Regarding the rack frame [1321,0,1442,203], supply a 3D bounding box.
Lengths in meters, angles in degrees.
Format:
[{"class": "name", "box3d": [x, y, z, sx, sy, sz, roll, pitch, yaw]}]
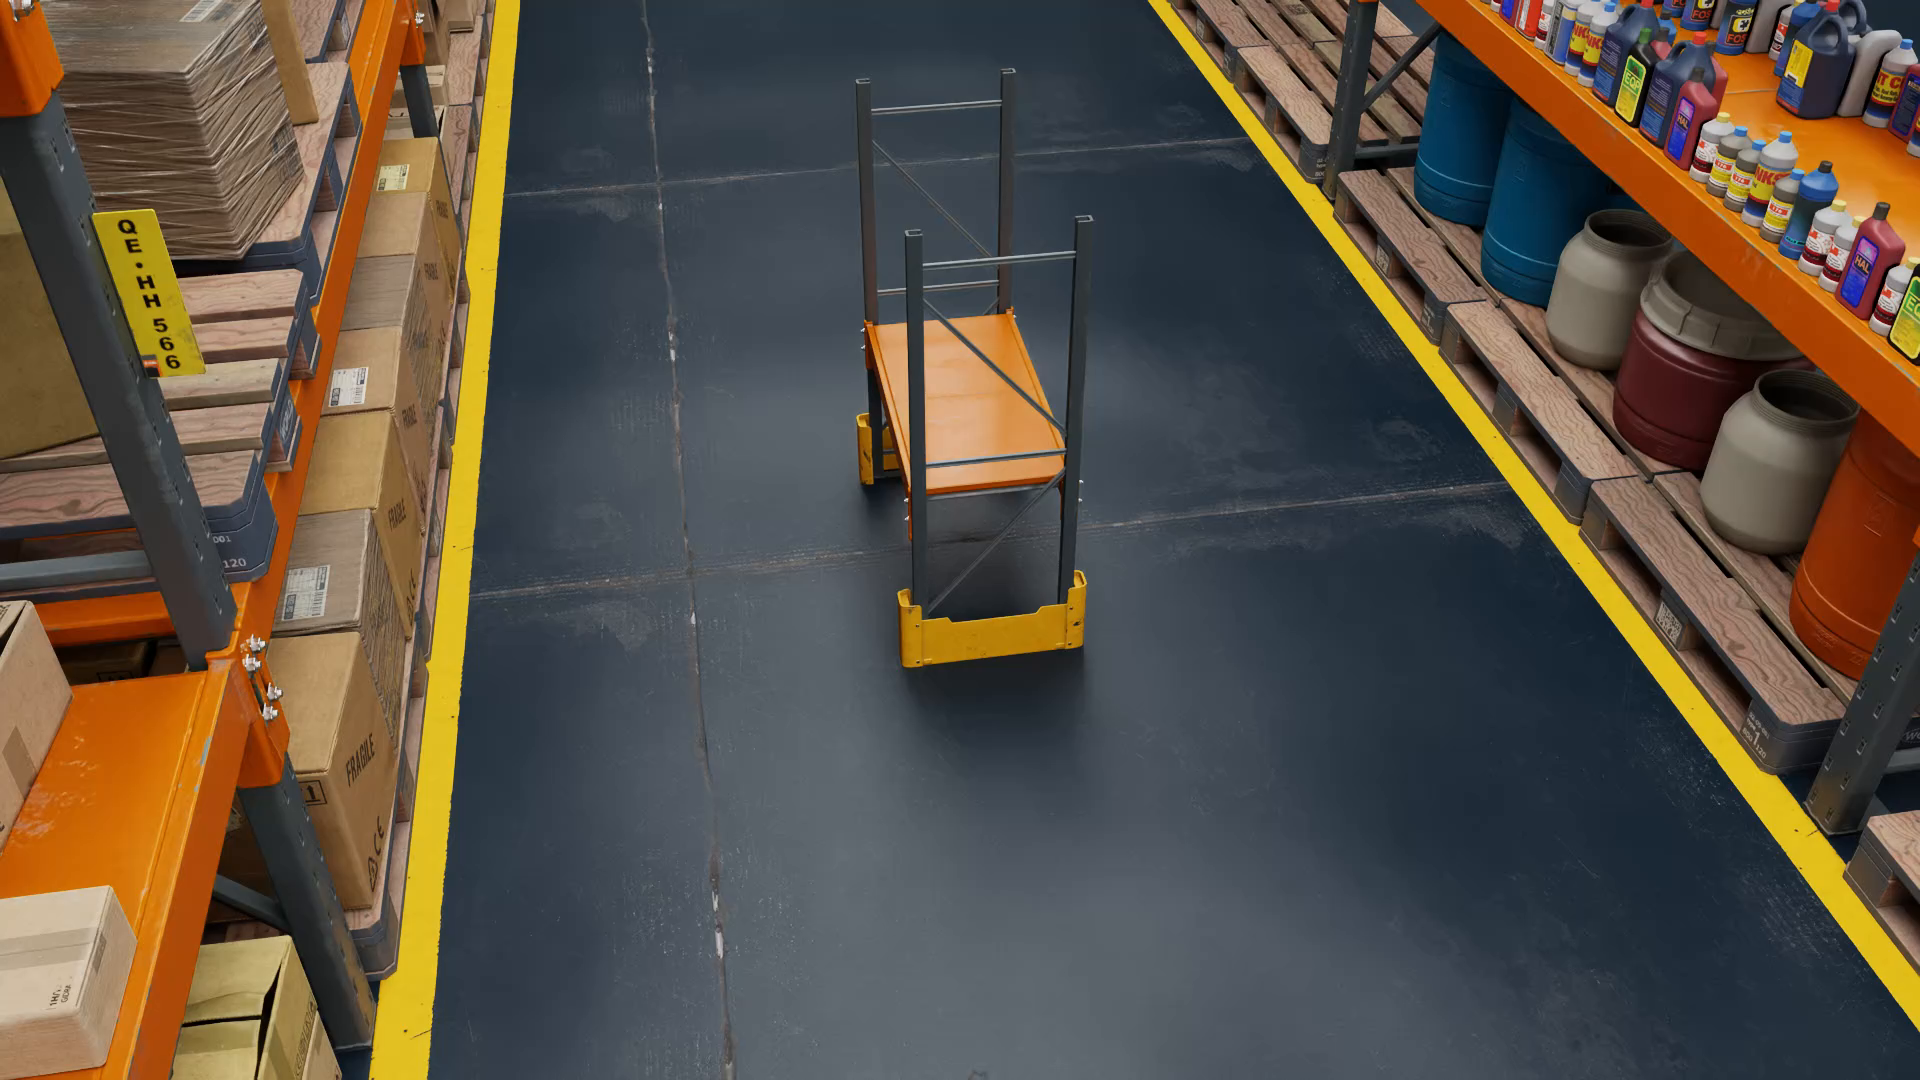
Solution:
[{"class": "rack frame", "box3d": [2.215, -2.854, 6.979, 1.000, 3.000, 0.127, -6, 38, -8]}]

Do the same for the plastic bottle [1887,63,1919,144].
[{"class": "plastic bottle", "box3d": [3.001, -1.391, 5.190, 0.061, 0.283, 0.133, -6, 38, -8]}]

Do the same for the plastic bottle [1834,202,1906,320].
[{"class": "plastic bottle", "box3d": [2.385, -0.730, 4.339, 0.061, 0.283, 0.133, -6, 38, -8]}]

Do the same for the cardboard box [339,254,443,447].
[{"class": "cardboard box", "box3d": [-2.128, -0.640, 5.808, 0.500, 0.500, 0.500, -6, 38, -7]}]

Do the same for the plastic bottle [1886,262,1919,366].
[{"class": "plastic bottle", "box3d": [2.425, -0.590, 4.160, 0.061, 0.283, 0.133, -6, 38, -8]}]

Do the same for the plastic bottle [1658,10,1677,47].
[{"class": "plastic bottle", "box3d": [2.293, -1.608, 5.480, 0.097, 0.271, 0.097, 0, 38, 0]}]

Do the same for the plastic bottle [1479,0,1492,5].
[{"class": "plastic bottle", "box3d": [1.995, -2.102, 6.173, 0.097, 0.201, 0.097, 0, 38, 0]}]

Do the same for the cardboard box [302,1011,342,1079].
[{"class": "cardboard box", "box3d": [-1.629, 1.304, 3.525, 0.500, 0.250, 0.500, -5, 38, -7]}]

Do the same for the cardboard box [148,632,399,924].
[{"class": "cardboard box", "box3d": [-1.760, 0.600, 4.211, 0.500, 0.500, 0.500, -5, 38, -6]}]

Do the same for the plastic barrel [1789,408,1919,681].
[{"class": "plastic barrel", "box3d": [2.813, -0.040, 4.784, 0.600, 0.830, 0.708, -6, 38, -8]}]

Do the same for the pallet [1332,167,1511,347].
[{"class": "pallet", "box3d": [2.309, -1.282, 7.228, 1.003, 0.211, 1.213, -6, 38, -8]}]

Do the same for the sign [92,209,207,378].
[{"class": "sign", "box3d": [-1.415, -0.426, 2.910, 0.100, 0.325, 0.005, -6, 38, -8]}]

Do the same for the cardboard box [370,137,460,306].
[{"class": "cardboard box", "box3d": [-2.294, -1.243, 6.584, 0.500, 0.500, 0.500, -6, 38, -8]}]

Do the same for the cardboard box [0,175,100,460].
[{"class": "cardboard box", "box3d": [-2.183, -0.481, 3.500, 0.700, 0.500, 0.500, -19, 42, -23]}]

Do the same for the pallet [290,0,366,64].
[{"class": "pallet", "box3d": [-2.630, -1.753, 5.718, 1.003, 0.211, 1.213, -6, 38, -8]}]

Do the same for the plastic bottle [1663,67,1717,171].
[{"class": "plastic bottle", "box3d": [2.225, -1.281, 5.049, 0.061, 0.283, 0.133, -6, 38, -8]}]

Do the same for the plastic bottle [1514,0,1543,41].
[{"class": "plastic bottle", "box3d": [2.083, -1.925, 5.884, 0.152, 0.276, 0.135, -6, 38, -8]}]

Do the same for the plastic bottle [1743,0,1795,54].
[{"class": "plastic bottle", "box3d": [2.819, -1.855, 5.794, 0.152, 0.276, 0.135, -6, 38, -8]}]

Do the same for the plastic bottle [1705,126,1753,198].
[{"class": "plastic bottle", "box3d": [2.280, -1.122, 4.911, 0.097, 0.201, 0.097, 0, 38, 0]}]

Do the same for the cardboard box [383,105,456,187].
[{"class": "cardboard box", "box3d": [-2.523, -1.712, 7.342, 0.500, 0.311, 0.500, -6, 38, -8]}]

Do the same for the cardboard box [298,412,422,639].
[{"class": "cardboard box", "box3d": [-1.940, -0.019, 5.008, 0.500, 0.500, 0.500, -7, 38, -9]}]

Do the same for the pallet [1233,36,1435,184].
[{"class": "pallet", "box3d": [2.048, -2.193, 8.400, 1.003, 0.211, 1.213, -6, 38, -8]}]

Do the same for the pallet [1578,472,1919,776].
[{"class": "pallet", "box3d": [2.737, 0.192, 5.331, 1.003, 0.211, 1.213, -6, 38, -8]}]

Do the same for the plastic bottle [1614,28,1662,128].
[{"class": "plastic bottle", "box3d": [2.169, -1.473, 5.296, 0.061, 0.283, 0.133, -6, 38, -8]}]

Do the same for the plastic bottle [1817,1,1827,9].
[{"class": "plastic bottle", "box3d": [2.904, -1.723, 5.618, 0.061, 0.283, 0.133, -6, 38, -8]}]

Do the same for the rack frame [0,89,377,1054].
[{"class": "rack frame", "box3d": [-1.961, 0.093, 3.186, 1.000, 3.000, 0.127, -6, 38, -8]}]

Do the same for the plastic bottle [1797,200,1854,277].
[{"class": "plastic bottle", "box3d": [2.365, -0.828, 4.532, 0.097, 0.201, 0.097, 0, 38, 0]}]

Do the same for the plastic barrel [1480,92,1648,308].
[{"class": "plastic barrel", "box3d": [2.417, -1.433, 6.518, 0.600, 0.901, 0.708, -6, 38, -8]}]

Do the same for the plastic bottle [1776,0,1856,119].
[{"class": "plastic bottle", "box3d": [2.765, -1.551, 5.342, 0.144, 0.351, 0.185, -6, 38, -8]}]

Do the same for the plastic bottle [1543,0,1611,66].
[{"class": "plastic bottle", "box3d": [2.124, -1.785, 5.704, 0.152, 0.276, 0.135, -6, 38, -8]}]

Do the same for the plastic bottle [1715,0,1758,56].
[{"class": "plastic bottle", "box3d": [2.699, -1.829, 5.764, 0.097, 0.271, 0.097, 0, 38, 0]}]

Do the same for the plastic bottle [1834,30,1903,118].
[{"class": "plastic bottle", "box3d": [2.915, -1.523, 5.366, 0.152, 0.276, 0.135, -6, 38, -8]}]

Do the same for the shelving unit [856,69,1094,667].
[{"class": "shelving unit", "box3d": [0.013, -0.546, 5.231, 0.587, 1.500, 1.083, -6, 38, -8]}]

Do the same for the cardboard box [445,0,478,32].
[{"class": "cardboard box", "box3d": [-2.889, -2.948, 8.983, 0.500, 0.250, 0.500, -6, 38, -8]}]

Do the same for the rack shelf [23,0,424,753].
[{"class": "rack shelf", "box3d": [-2.312, -0.831, 4.961, 1.077, 0.370, 4.000, -6, 38, -8]}]

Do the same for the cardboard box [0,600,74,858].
[{"class": "cardboard box", "box3d": [-1.941, 0.352, 2.924, 0.500, 0.311, 0.500, -4, 38, -5]}]

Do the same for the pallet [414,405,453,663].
[{"class": "pallet", "box3d": [-2.266, 0.003, 5.574, 1.003, 0.211, 1.213, -6, 38, -8]}]

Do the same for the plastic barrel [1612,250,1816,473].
[{"class": "plastic barrel", "box3d": [2.615, -0.627, 5.736, 0.600, 0.588, 0.708, -6, 38, -8]}]

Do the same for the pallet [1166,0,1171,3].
[{"class": "pallet", "box3d": [1.620, -3.666, 10.297, 1.003, 0.211, 1.213, -6, 38, -8]}]

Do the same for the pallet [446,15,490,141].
[{"class": "pallet", "box3d": [-2.999, -2.375, 8.636, 1.003, 0.211, 1.213, -6, 38, -8]}]

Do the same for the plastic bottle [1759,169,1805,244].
[{"class": "plastic bottle", "box3d": [2.331, -0.945, 4.684, 0.097, 0.201, 0.097, 0, 38, 0]}]

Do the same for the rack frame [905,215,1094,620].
[{"class": "rack frame", "box3d": [0.104, -0.234, 4.828, 0.500, 1.500, 0.032, -6, 38, -8]}]

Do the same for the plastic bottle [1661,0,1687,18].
[{"class": "plastic bottle", "box3d": [2.635, -2.050, 6.049, 0.097, 0.271, 0.097, 0, 38, 0]}]

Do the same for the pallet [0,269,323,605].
[{"class": "pallet", "box3d": [-2.149, -0.233, 3.762, 1.213, 0.211, 1.003, -6, 38, -8]}]

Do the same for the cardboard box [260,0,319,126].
[{"class": "cardboard box", "box3d": [-2.292, -1.468, 4.771, 0.700, 0.500, 0.500, -16, 41, -19]}]

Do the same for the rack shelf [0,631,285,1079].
[{"class": "rack shelf", "box3d": [-1.611, 1.585, 1.852, 1.077, 0.370, 4.000, -6, 38, -8]}]

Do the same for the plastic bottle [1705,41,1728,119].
[{"class": "plastic bottle", "box3d": [2.334, -1.408, 5.212, 0.061, 0.283, 0.133, -6, 38, -8]}]

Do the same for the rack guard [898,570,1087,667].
[{"class": "rack guard", "box3d": [0.101, 0.248, 5.227, 0.587, 0.250, 0.087, -6, 38, -8]}]

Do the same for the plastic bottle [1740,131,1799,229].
[{"class": "plastic bottle", "box3d": [2.314, -1.032, 4.738, 0.097, 0.271, 0.097, 0, 38, 0]}]

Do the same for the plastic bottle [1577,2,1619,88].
[{"class": "plastic bottle", "box3d": [2.134, -1.651, 5.536, 0.097, 0.271, 0.097, 0, 38, 0]}]
